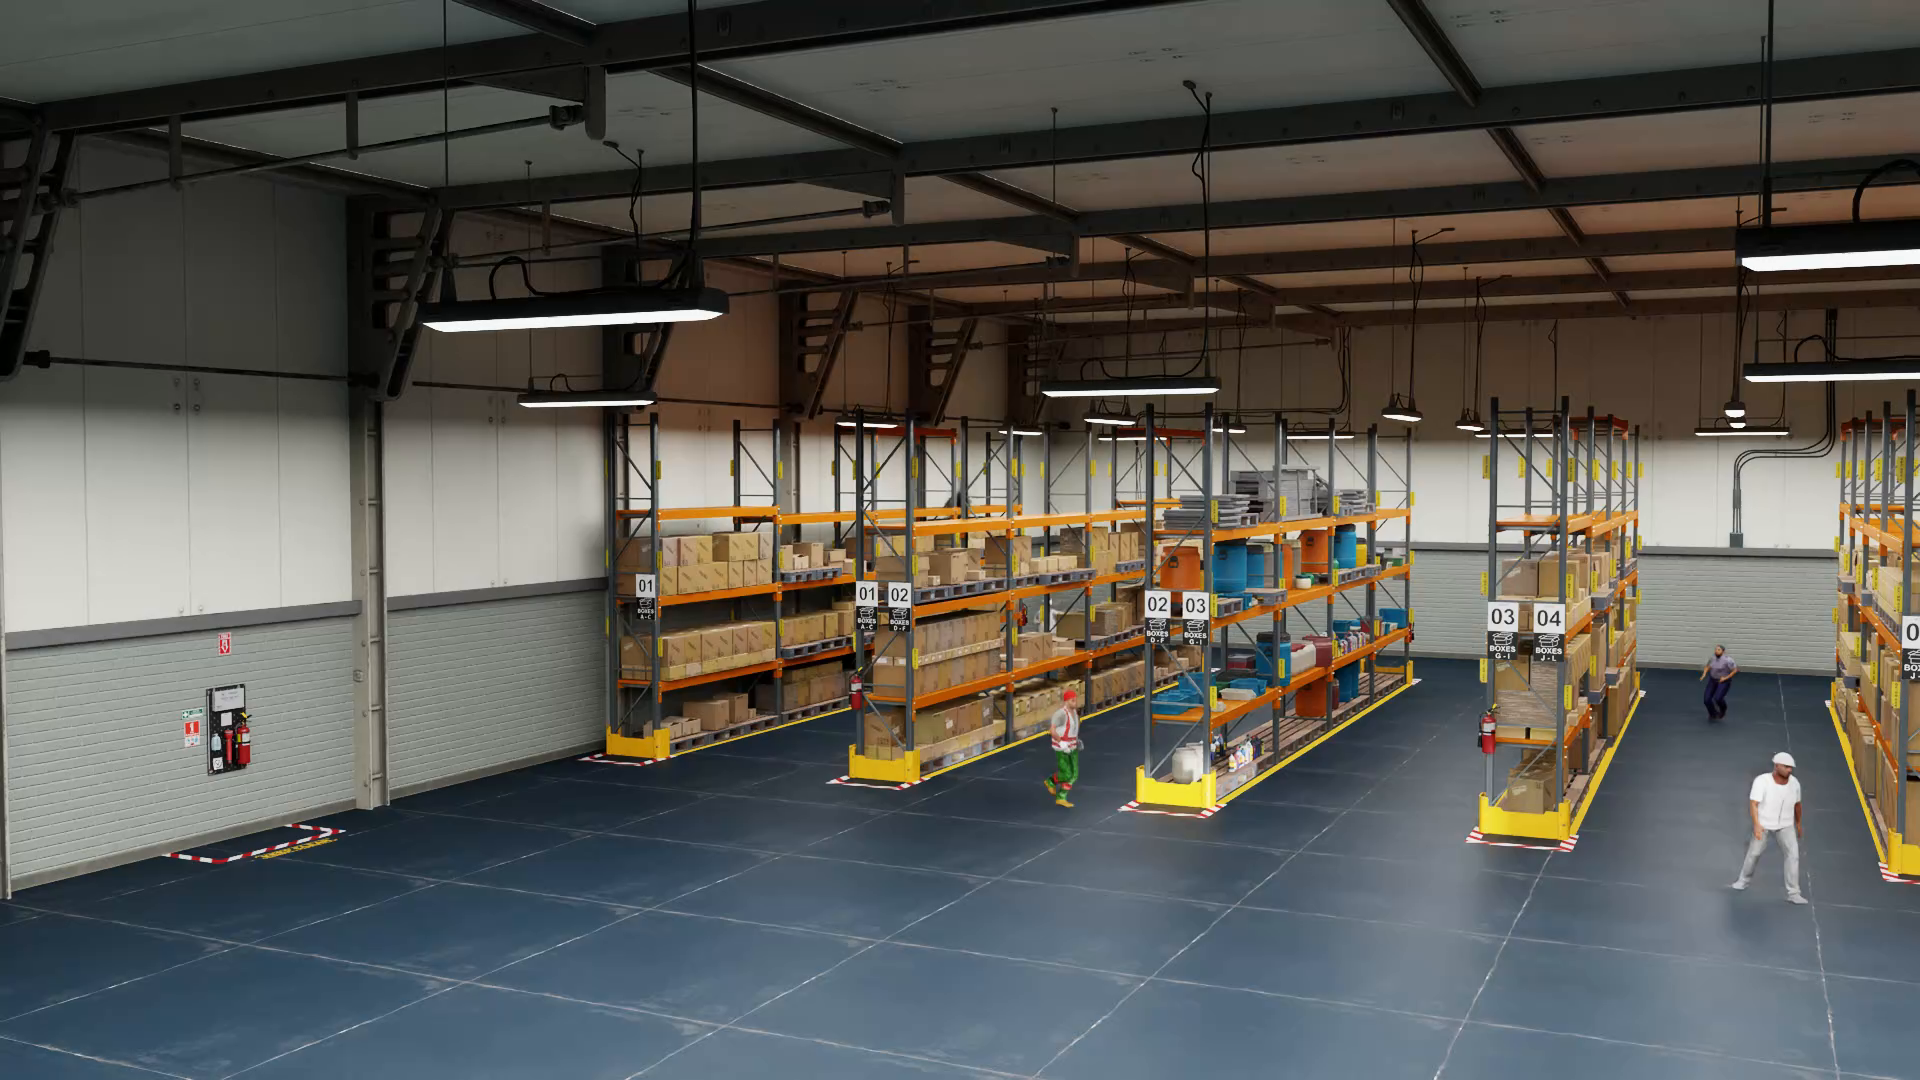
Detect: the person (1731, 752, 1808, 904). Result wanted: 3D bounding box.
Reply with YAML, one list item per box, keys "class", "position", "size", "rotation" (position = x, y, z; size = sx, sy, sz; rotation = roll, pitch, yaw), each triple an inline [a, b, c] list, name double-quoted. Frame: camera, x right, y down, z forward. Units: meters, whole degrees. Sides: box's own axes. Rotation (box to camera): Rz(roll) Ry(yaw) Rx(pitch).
- class: "person"
  position: [9.498, 3.323, 19.396]
  size: [0.748, 1.719, 0.873]
  rotation: [0, 2, 4]

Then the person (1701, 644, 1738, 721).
- class: "person"
  position: [15.119, 2.860, 33.105]
  size: [0.524, 1.549, 0.681]
  rotation: [-2, 3, -41]

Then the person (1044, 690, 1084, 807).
- class: "person"
  position: [1.511, 3.099, 24.851]
  size: [0.629, 1.737, 0.652]
  rotation: [2, 3, 43]

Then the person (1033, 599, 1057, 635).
- class: "person"
  position: [2.172, 2.362, 41.752]
  size: [0.631, 1.832, 0.848]
  rotation: [1, 3, 18]
